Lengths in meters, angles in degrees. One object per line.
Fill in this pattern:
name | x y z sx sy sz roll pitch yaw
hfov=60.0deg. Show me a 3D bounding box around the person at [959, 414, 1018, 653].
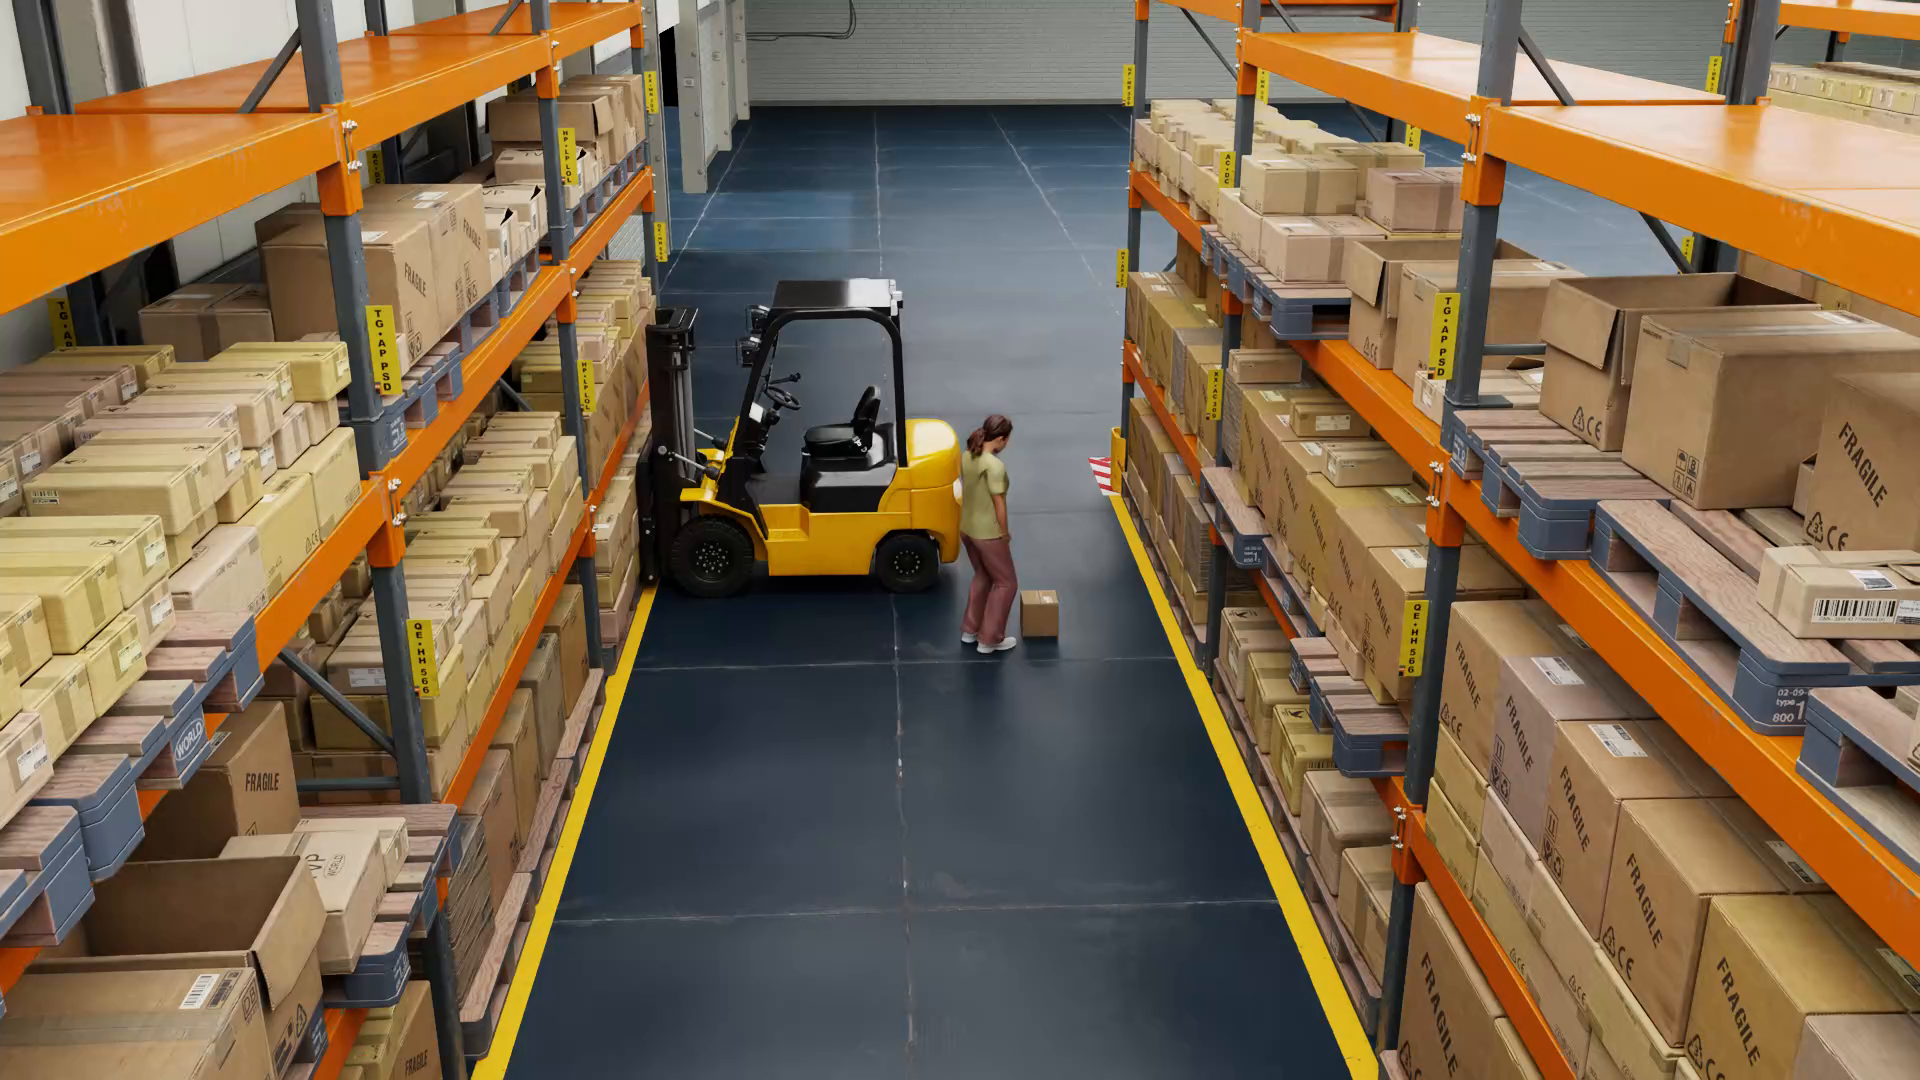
person | 0.183 -0.056 11.296 0.370 1.637 0.467 -12 24 -29
